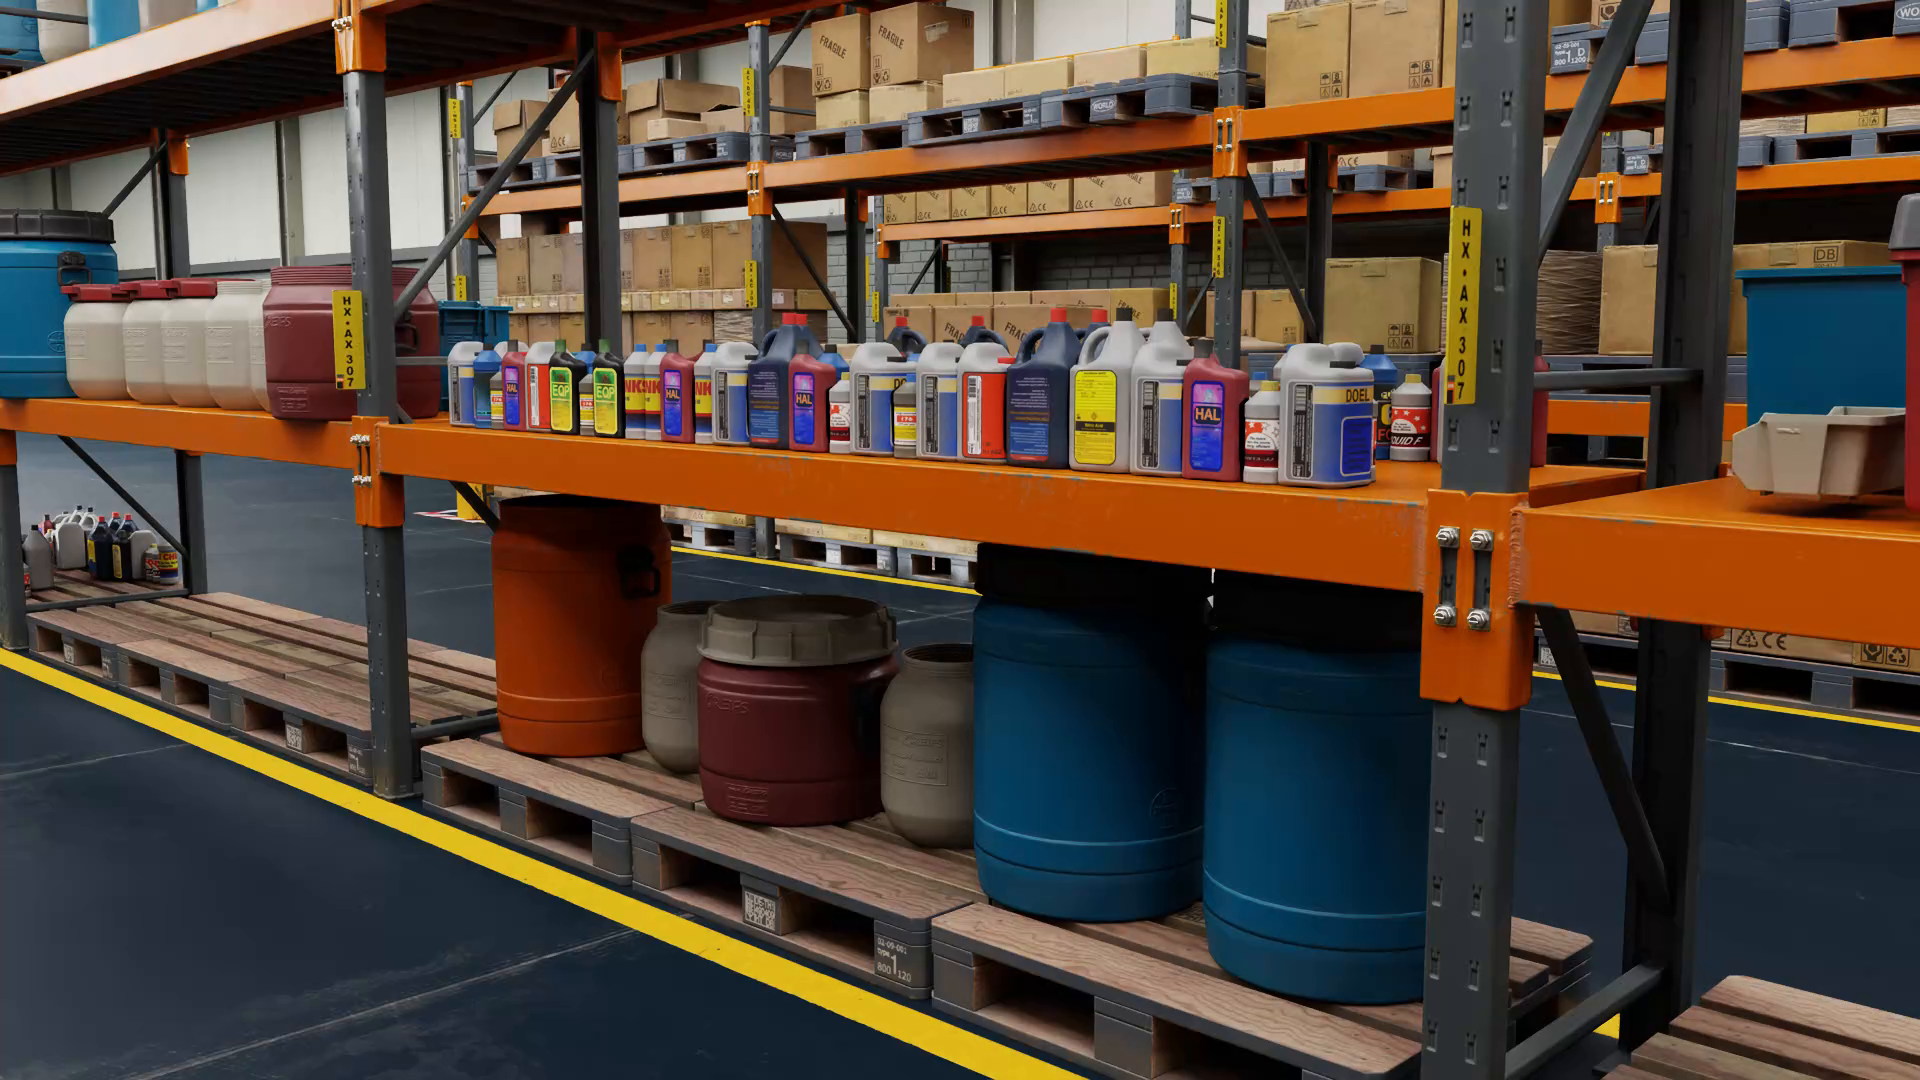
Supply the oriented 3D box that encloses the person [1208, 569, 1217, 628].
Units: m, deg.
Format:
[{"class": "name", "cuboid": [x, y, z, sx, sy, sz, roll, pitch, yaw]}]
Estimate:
[{"class": "person", "cuboid": [0.946, 0.397, 6.724, 0.577, 0.810, 0.946, 6, 9, 42]}]
